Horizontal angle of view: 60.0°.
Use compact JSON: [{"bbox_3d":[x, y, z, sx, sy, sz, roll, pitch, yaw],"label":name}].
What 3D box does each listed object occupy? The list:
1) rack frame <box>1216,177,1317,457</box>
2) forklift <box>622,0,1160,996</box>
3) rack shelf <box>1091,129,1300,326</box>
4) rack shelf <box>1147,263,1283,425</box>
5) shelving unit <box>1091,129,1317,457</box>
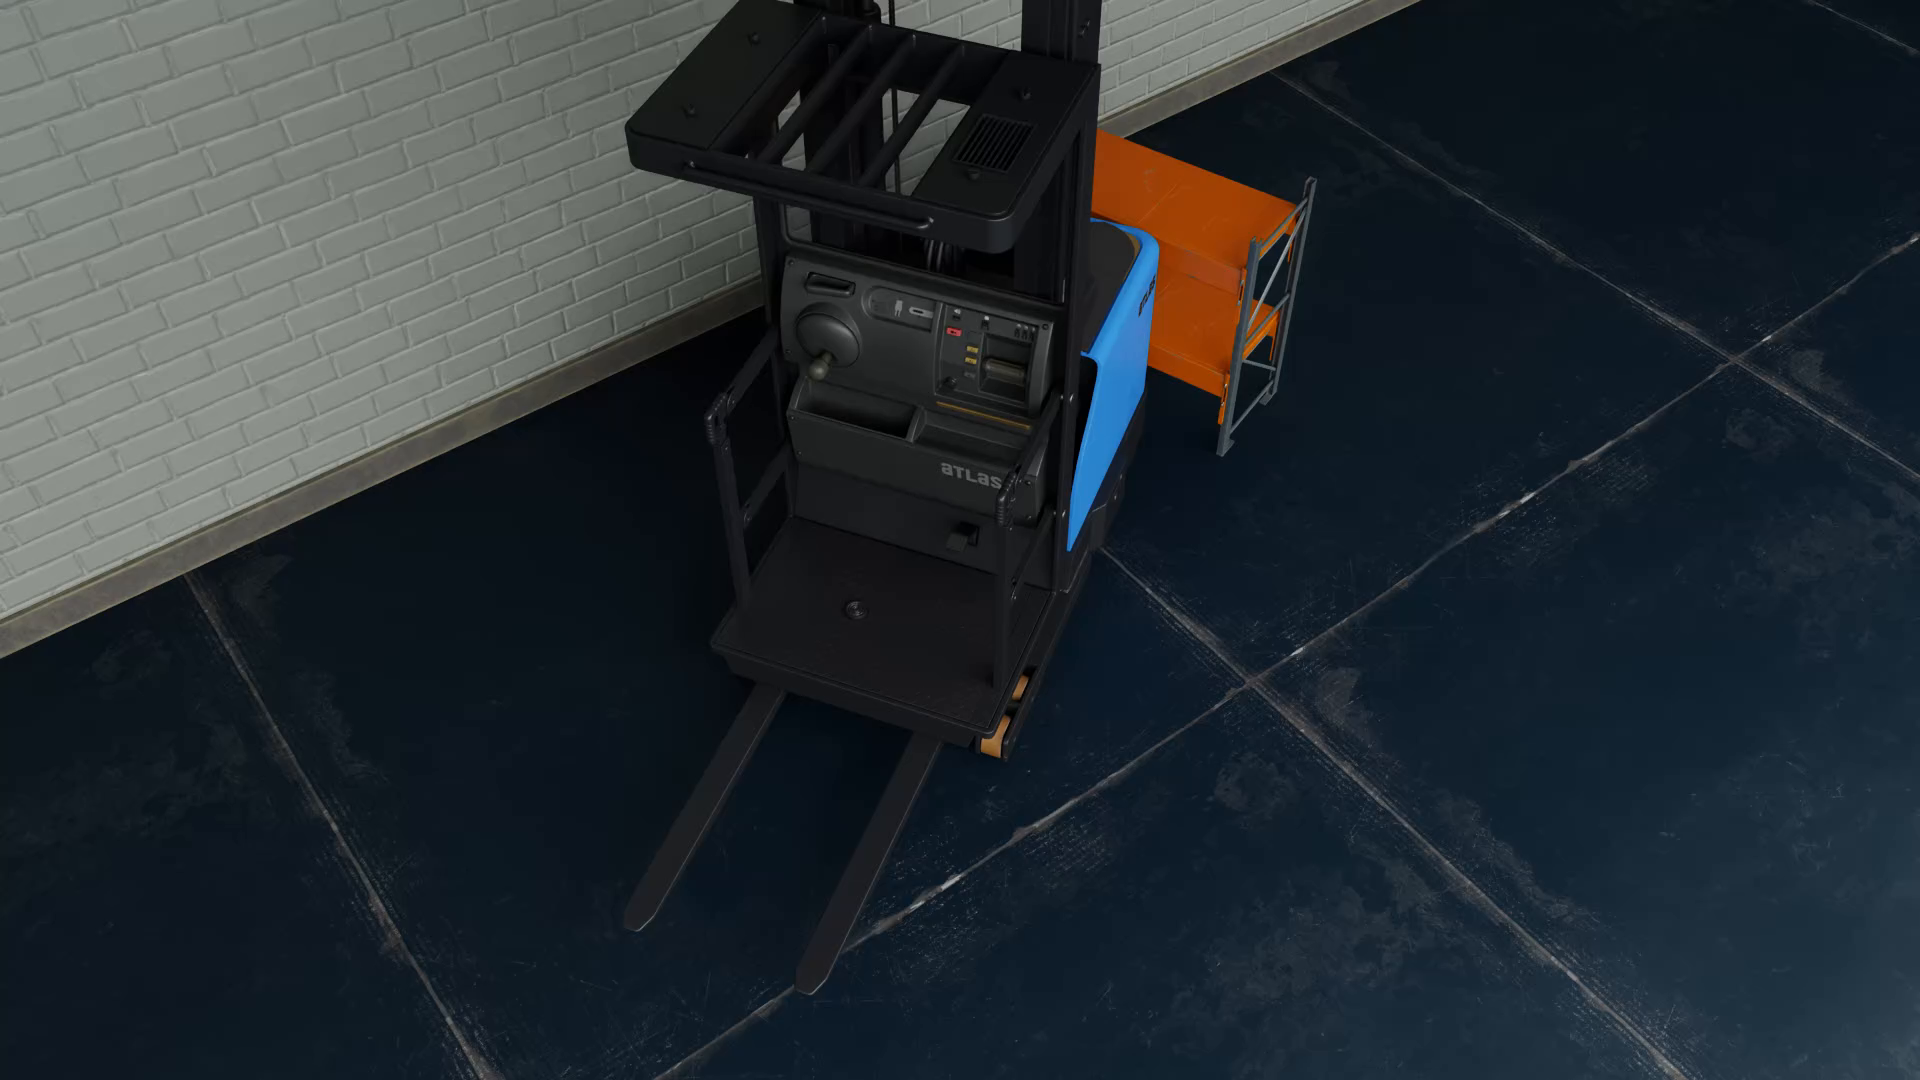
[{"bbox_3d":[1.244,-0.890,6.796,0.032,1.125,0.500,27,53,22],"label":"rack frame"},{"bbox_3d":[-0.225,-0.554,5.273,1.130,2.935,3.031,16,50,14],"label":"forklift"},{"bbox_3d":[0.826,-1.300,6.773,1.000,0.278,0.538,27,53,22],"label":"rack shelf"},{"bbox_3d":[0.826,-0.940,7.171,1.000,0.278,0.538,27,53,22],"label":"rack shelf"},{"bbox_3d":[0.826,-1.104,6.990,1.048,1.125,0.538,27,53,22],"label":"shelving unit"}]
